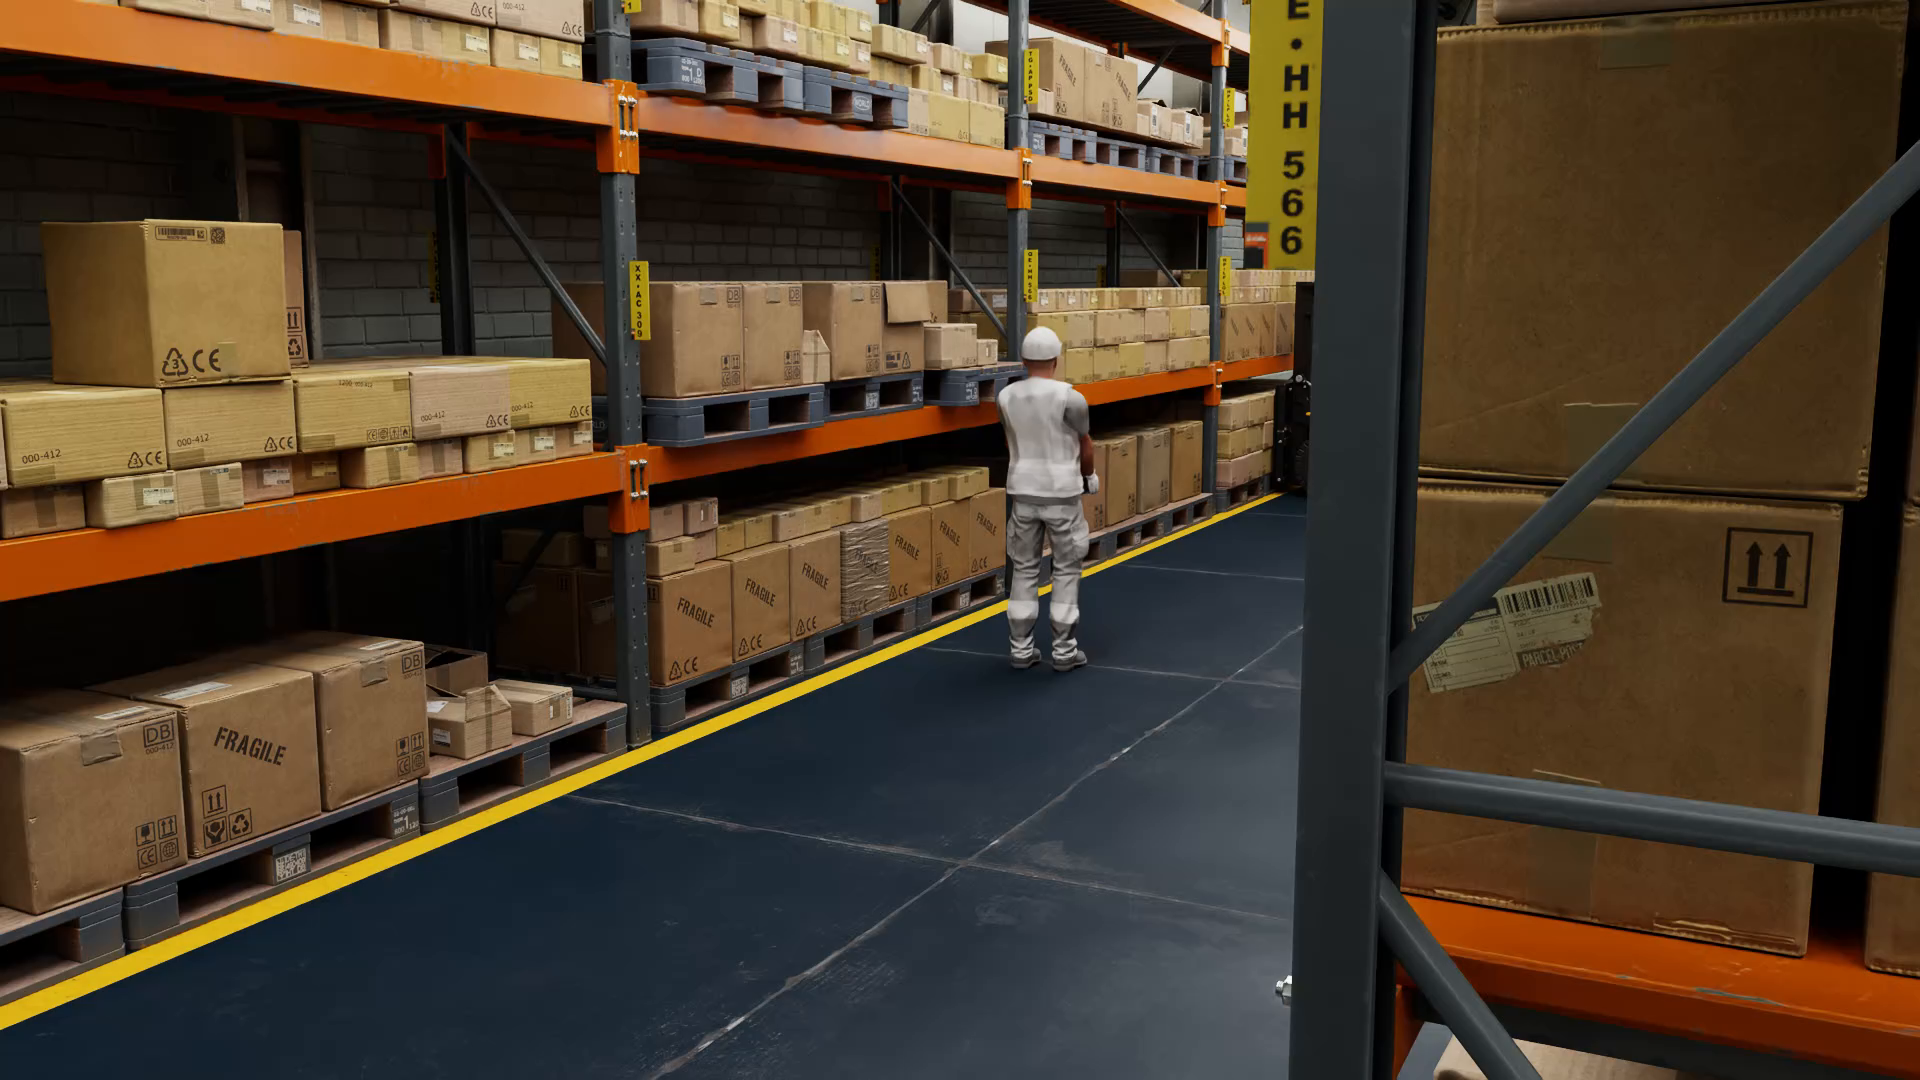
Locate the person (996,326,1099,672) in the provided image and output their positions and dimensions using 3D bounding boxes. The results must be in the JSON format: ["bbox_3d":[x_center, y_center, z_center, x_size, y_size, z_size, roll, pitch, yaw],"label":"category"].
[{"bbox_3d":[0.478,-0.224,8.712,0.495,1.786,0.558,4,10,25],"label":"person"}]
